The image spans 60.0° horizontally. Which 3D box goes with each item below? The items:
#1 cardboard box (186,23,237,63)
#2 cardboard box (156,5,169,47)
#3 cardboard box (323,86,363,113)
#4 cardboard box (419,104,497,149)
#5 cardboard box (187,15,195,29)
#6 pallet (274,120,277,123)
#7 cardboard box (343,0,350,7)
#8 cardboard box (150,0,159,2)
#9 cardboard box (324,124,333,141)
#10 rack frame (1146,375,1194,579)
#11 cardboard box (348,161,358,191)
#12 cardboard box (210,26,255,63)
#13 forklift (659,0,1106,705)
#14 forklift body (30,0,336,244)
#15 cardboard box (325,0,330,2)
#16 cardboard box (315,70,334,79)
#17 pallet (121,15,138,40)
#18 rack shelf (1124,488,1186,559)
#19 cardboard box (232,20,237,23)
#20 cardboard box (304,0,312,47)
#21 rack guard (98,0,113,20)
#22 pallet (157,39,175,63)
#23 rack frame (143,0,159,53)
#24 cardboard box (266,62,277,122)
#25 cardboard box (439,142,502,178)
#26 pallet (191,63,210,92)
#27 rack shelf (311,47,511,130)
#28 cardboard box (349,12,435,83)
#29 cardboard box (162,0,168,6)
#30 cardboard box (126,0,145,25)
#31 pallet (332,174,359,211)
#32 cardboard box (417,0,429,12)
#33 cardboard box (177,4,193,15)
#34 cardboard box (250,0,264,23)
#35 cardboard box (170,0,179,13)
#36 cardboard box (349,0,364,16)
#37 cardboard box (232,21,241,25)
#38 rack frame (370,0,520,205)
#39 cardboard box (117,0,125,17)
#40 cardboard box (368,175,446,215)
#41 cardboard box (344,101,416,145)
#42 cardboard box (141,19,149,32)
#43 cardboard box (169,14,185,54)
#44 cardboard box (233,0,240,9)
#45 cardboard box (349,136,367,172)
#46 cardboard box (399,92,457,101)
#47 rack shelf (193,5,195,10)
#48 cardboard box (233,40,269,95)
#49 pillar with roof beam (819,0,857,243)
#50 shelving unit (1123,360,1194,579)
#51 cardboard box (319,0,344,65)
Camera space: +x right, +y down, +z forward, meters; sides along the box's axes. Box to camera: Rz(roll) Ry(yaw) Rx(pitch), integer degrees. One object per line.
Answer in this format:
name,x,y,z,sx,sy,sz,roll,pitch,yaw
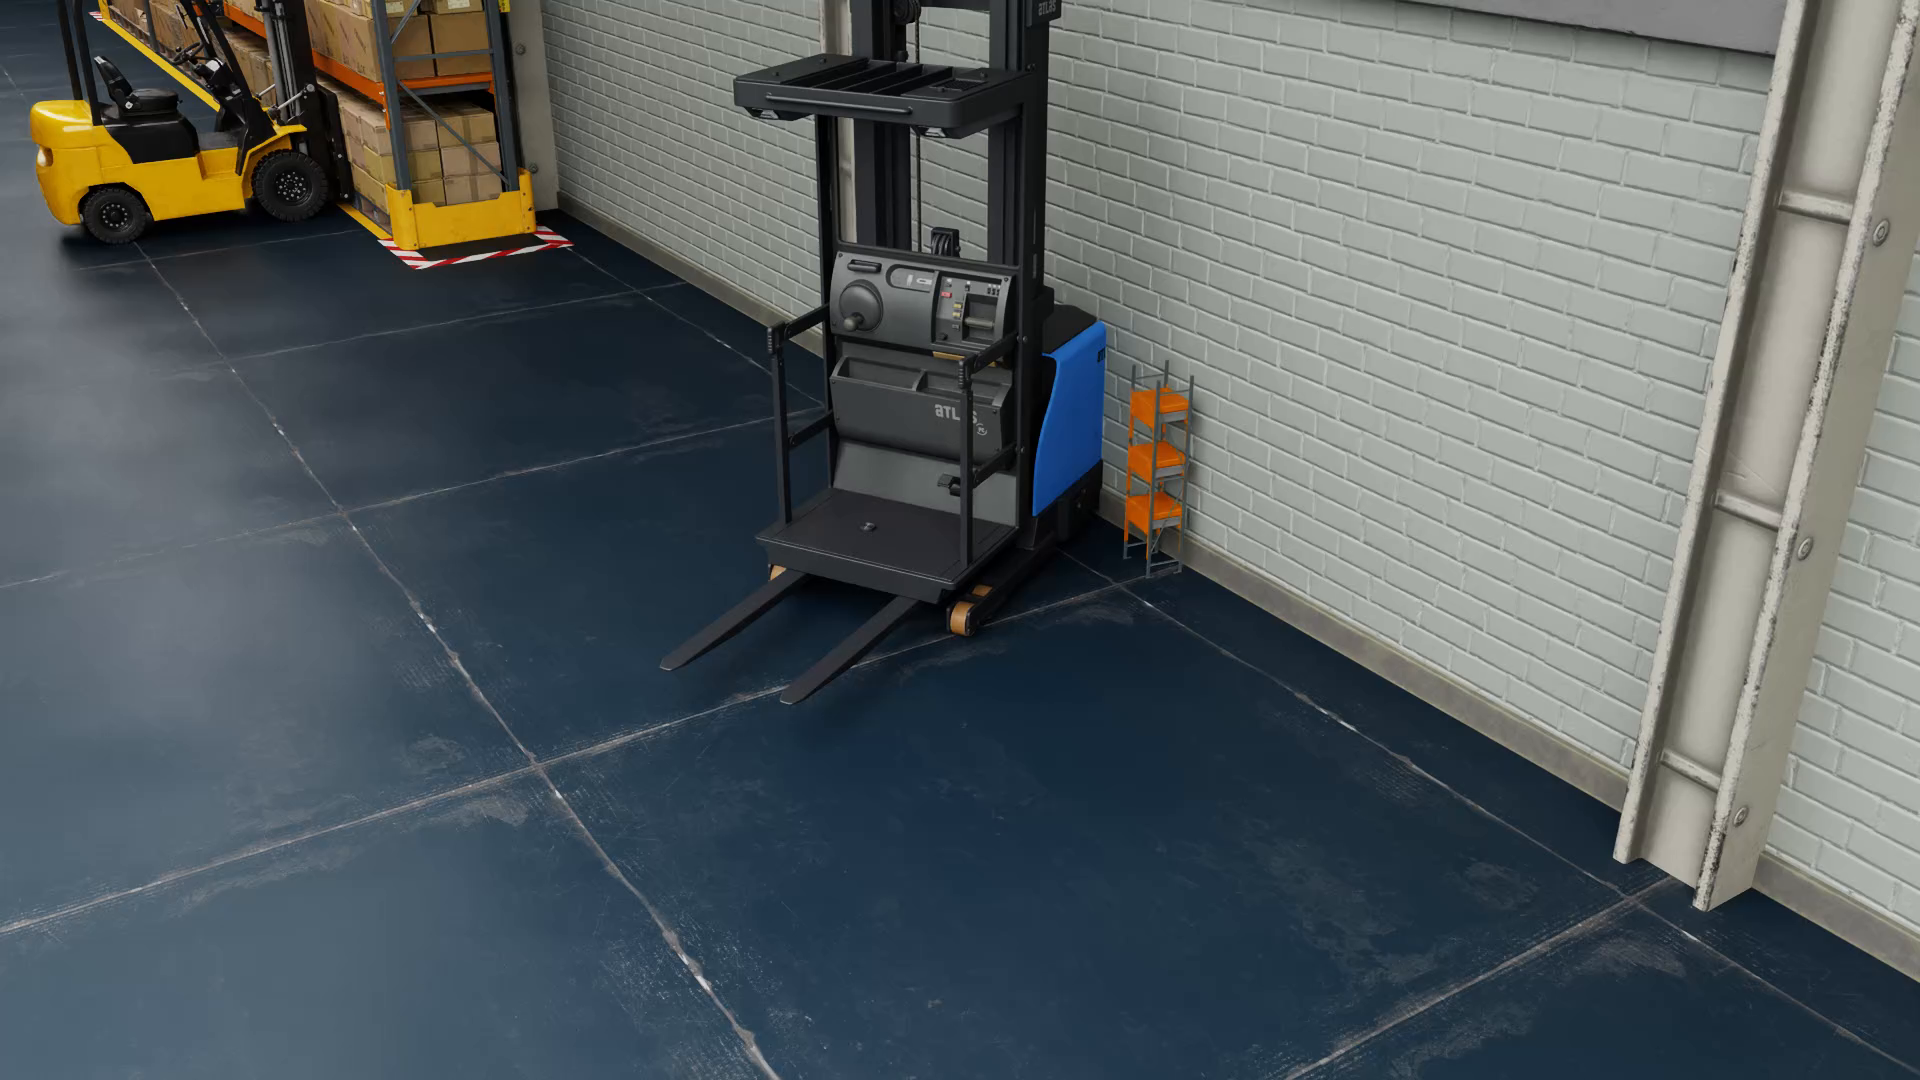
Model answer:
cardboard box,-9.288,-6.171,20.744,0.500,0.500,0.500,-16,30,-30
cardboard box,-10.422,-6.905,22.300,0.500,0.500,0.500,-16,30,-30
cardboard box,-5.596,-4.000,15.268,0.500,0.250,0.500,-16,30,-31
cardboard box,-4.349,-3.582,14.382,0.500,0.250,0.500,-16,30,-30
cardboard box,-9.269,-6.390,20.448,0.380,0.149,0.250,-17,30,-32
pallet,-6.864,-4.391,17.805,1.003,0.211,1.213,-16,29,-30
cardboard box,-5.050,-4.647,14.204,0.380,0.149,0.250,-16,30,-30
cardboard box,-10.823,-7.422,22.635,0.380,0.149,0.250,-14,29,-27
cardboard box,-5.607,-3.783,15.392,0.500,0.250,0.500,-16,29,-30
rack frame,1.027,-0.297,8.149,0.200,1.050,0.008,-10,27,-21
cardboard box,-5.296,-3.369,15.103,0.500,0.250,0.500,-15,29,-29
cardboard box,-8.283,-5.718,19.640,0.875,0.625,0.625,-15,29,-28
forklift,-0.288,-1.090,7.625,1.130,2.935,3.031,13,28,25
forklift body,-6.809,-3.837,14.358,2.313,2.155,1.214,-16,29,-30
cardboard box,-5.390,-4.818,14.565,0.380,0.149,0.250,-15,29,-29
cardboard box,-6.157,-4.365,16.041,0.500,0.250,0.500,-15,29,-29
pallet,-11.840,-7.681,24.774,1.003,0.211,1.213,-16,29,-30
rack shelf,0.979,-0.084,8.374,0.215,0.259,0.240,-10,27,-21
cardboard box,-8.961,-6.612,20.920,0.380,0.149,0.250,-15,29,-29
cardboard box,-5.830,-4.860,15.415,0.500,0.500,0.500,-16,30,-30
rack guard,-12.938,-8.533,26.239,1.175,0.500,0.348,-16,29,-30
pallet,-10.320,-6.716,22.730,1.003,0.211,1.213,-16,29,-30
rack frame,-10.796,-8.259,22.732,1.000,3.000,0.127,-16,29,-30
cardboard box,-6.723,-4.698,17.478,0.875,0.625,0.625,-14,29,-27
cardboard box,-4.328,-3.356,14.490,0.500,0.250,0.500,-15,29,-29
pallet,-8.988,-5.844,20.881,1.003,0.211,1.213,-16,29,-30
rack shelf,-5.337,-4.357,15.309,1.077,0.370,4.000,-16,29,-30
cardboard box,-4.734,-4.127,13.862,0.500,0.500,0.500,-16,30,-31
cardboard box,-10.458,-7.252,22.274,0.380,0.149,0.250,-17,30,-32
cardboard box,-11.724,-7.823,24.243,0.700,0.500,0.500,-17,30,-31
pallet,-5.360,-3.406,15.718,1.003,0.211,1.213,-16,29,-30
cardboard box,-4.401,-4.561,14.021,0.380,0.149,0.250,-16,29,-30
cardboard box,-9.795,-6.780,21.275,0.380,0.149,0.250,-17,30,-32
cardboard box,-6.923,-5.449,16.956,0.500,0.250,0.500,-15,29,-28
cardboard box,-10.058,-6.970,21.676,0.380,0.149,0.250,-14,29,-28
cardboard box,-4.834,-4.449,13.784,0.380,0.149,0.250,-15,29,-29
cardboard box,-8.859,-6.284,20.985,0.500,0.500,0.500,-15,29,-29
rack frame,-4.245,-3.967,13.640,1.000,3.000,0.127,-16,29,-30
cardboard box,-12.291,-8.194,25.030,0.700,0.500,0.500,-14,29,-27
cardboard box,-4.766,-3.008,14.338,0.500,0.250,0.500,-15,29,-29
cardboard box,-5.042,-3.639,14.503,0.500,0.250,0.500,-15,29,-29
cardboard box,-11.346,-7.291,23.528,0.380,0.149,0.250,-17,30,-31
cardboard box,-9.875,-6.539,21.524,0.500,0.500,0.500,-17,30,-31
cardboard box,-7.448,-5.813,17.725,0.500,0.250,0.500,-15,29,-29
cardboard box,-5.038,-3.423,14.631,0.500,0.250,0.500,-16,30,-30
cardboard box,-4.889,-3.941,15.143,0.500,0.250,0.500,-16,30,-30
rack shelf,-9.704,-7.219,21.371,1.077,0.370,4.000,-16,29,-30
cardboard box,-7.552,-5.246,18.638,0.875,0.625,0.625,-17,30,-32
pillar with roof beam,-4.202,-3.990,6.661,9.100,9.000,0.400,-16,29,-30
shelving unit,0.979,-0.345,8.251,0.215,1.050,0.252,-10,27,-21
cardboard box,-5.289,-4.498,14.648,0.500,0.500,0.500,-16,30,-31
